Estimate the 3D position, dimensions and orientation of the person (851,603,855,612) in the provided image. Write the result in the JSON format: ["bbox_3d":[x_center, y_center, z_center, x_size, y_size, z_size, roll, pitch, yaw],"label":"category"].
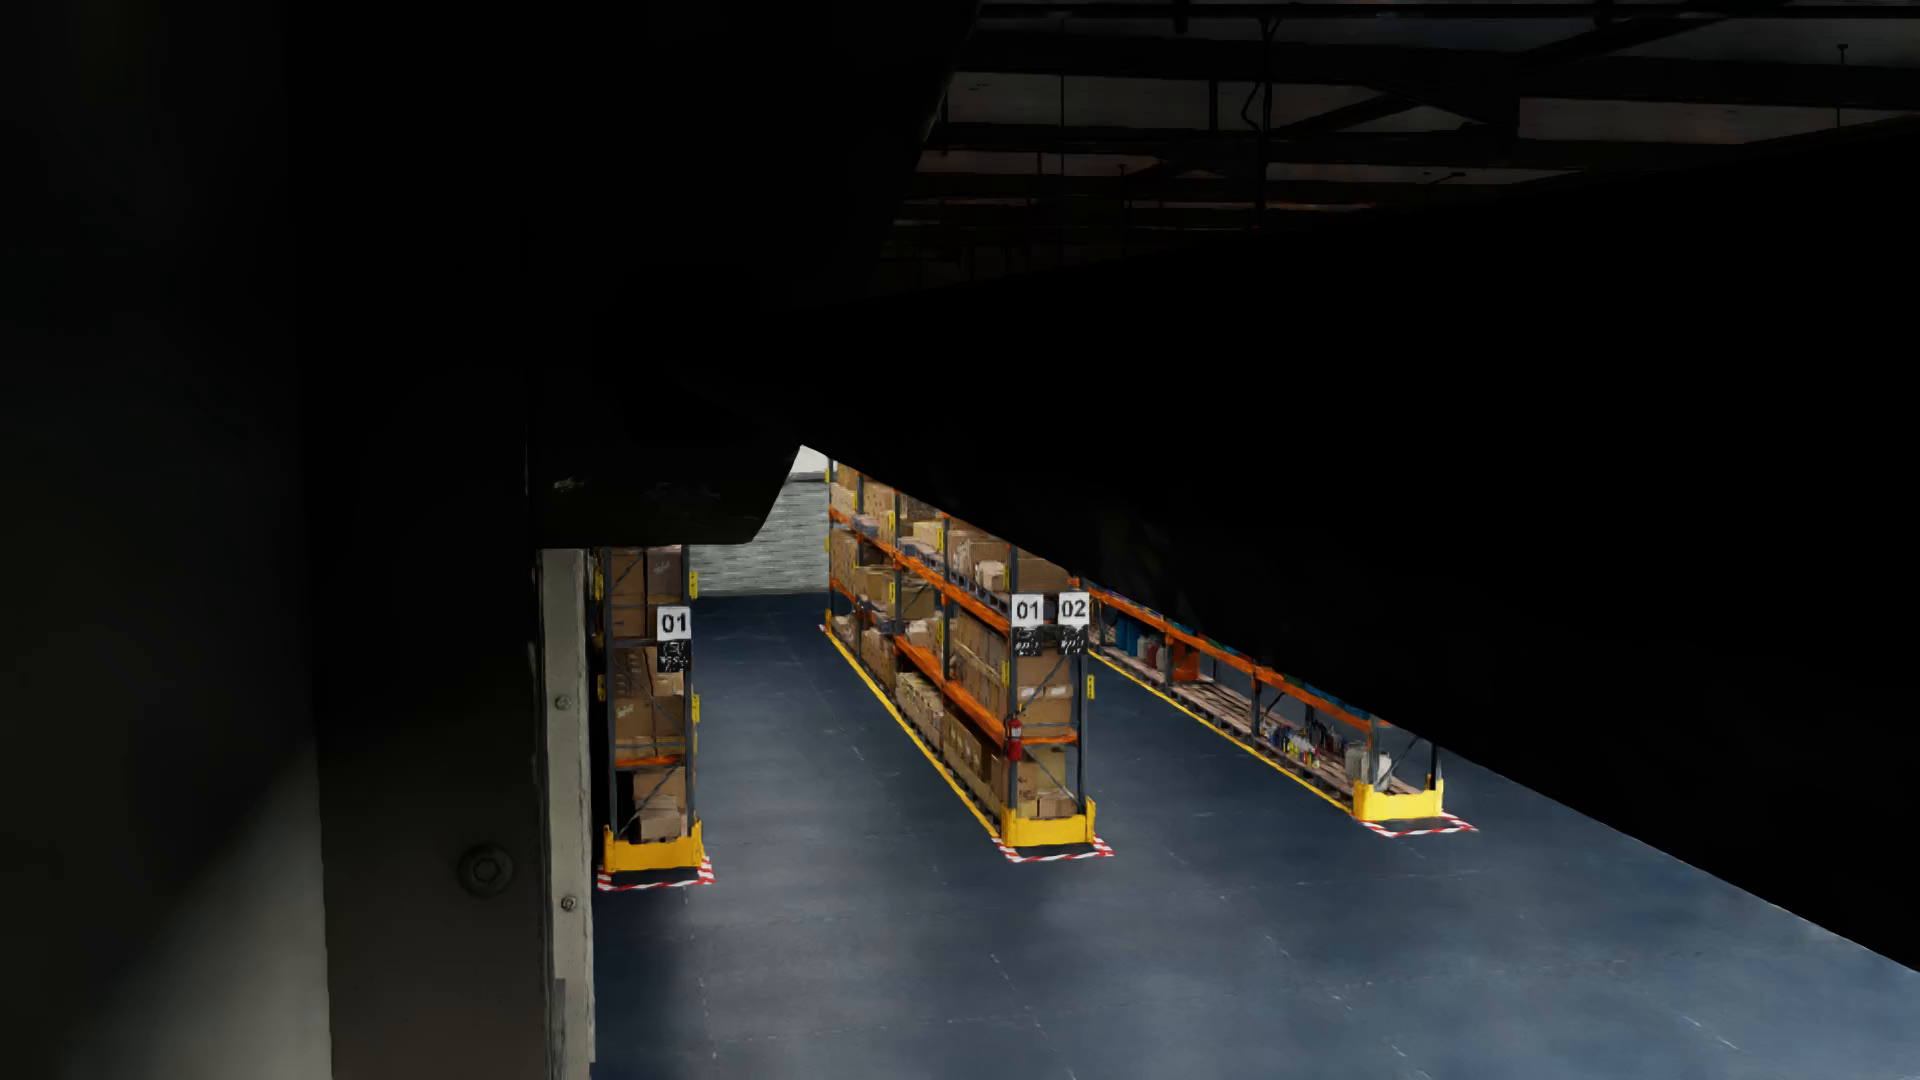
[{"bbox_3d":[-2.263,0.887,38.793,0.499,1.667,0.652,2,7,18],"label":"person"}]
